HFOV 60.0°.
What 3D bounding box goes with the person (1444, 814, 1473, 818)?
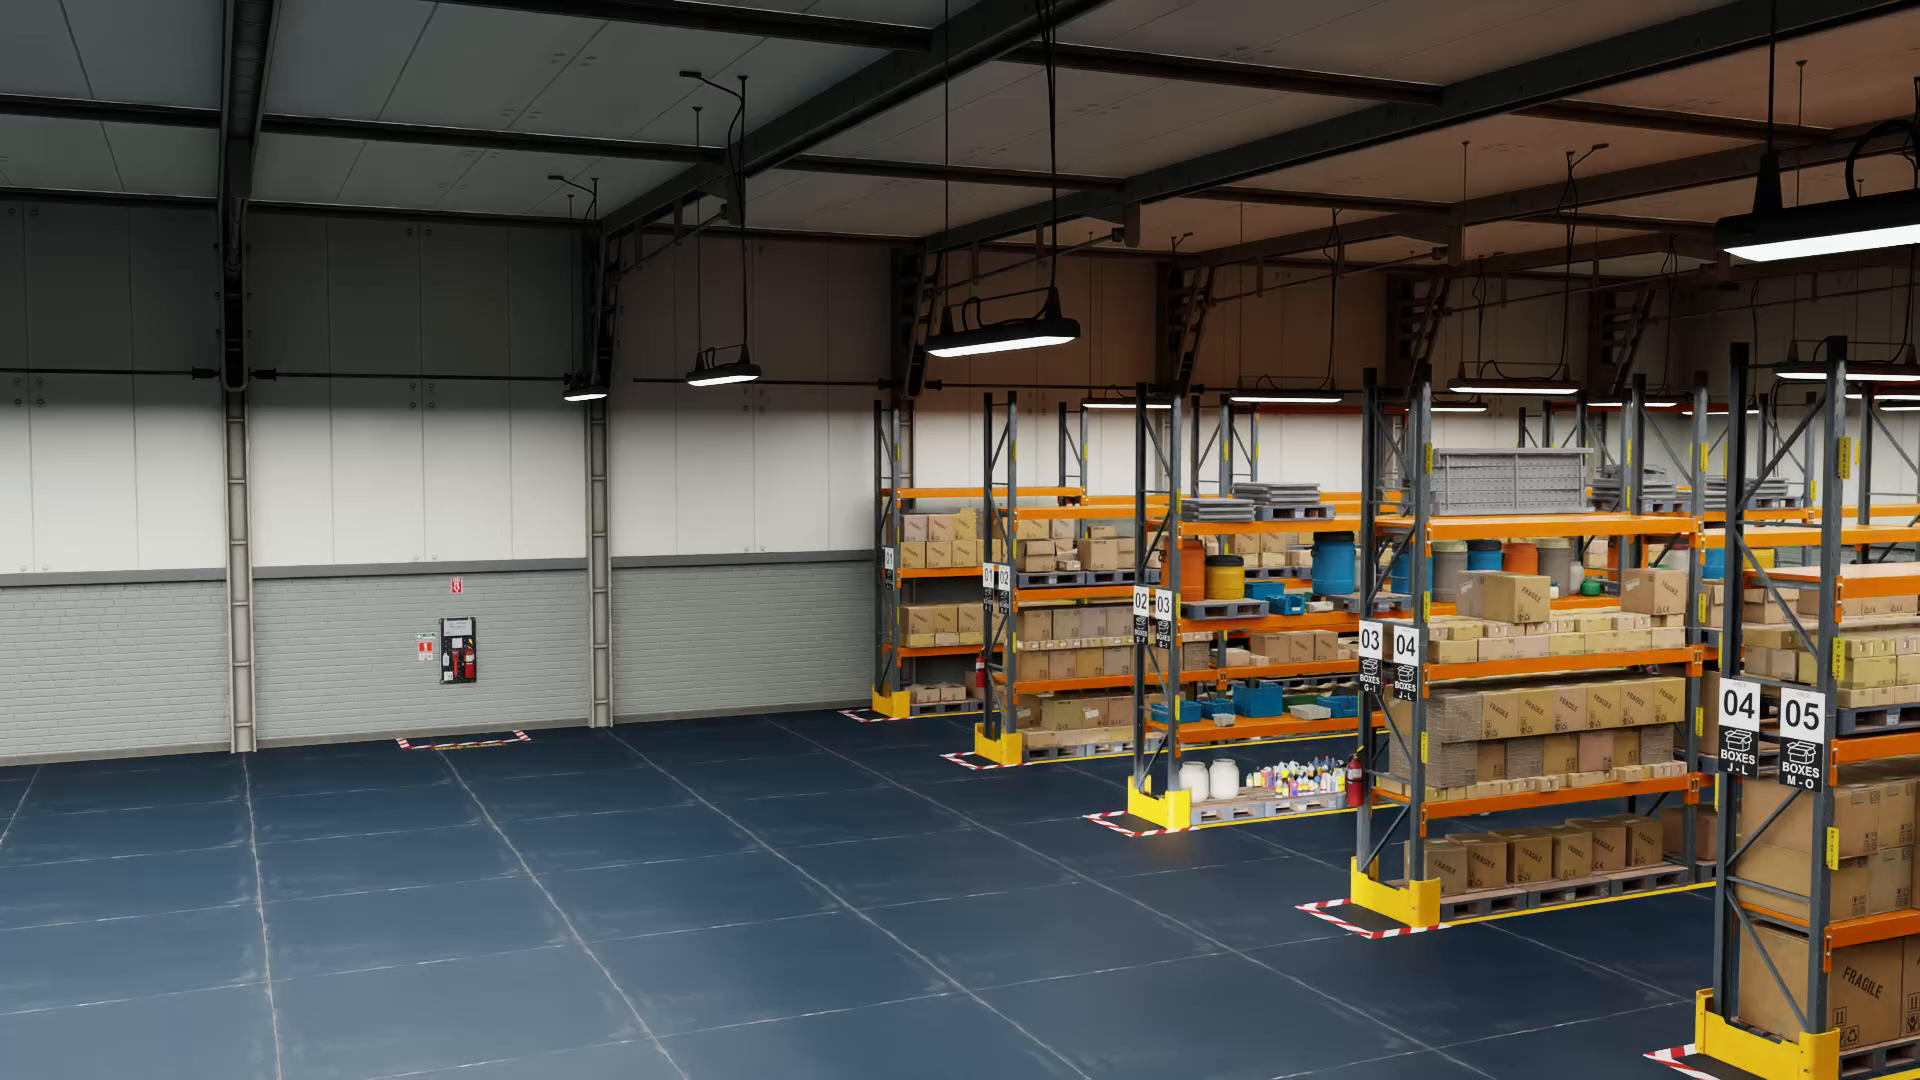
[{"bbox_3d":[6.859,2.957,22.968,0.518,1.826,0.661,-2,4,-29],"label":"person"}]
